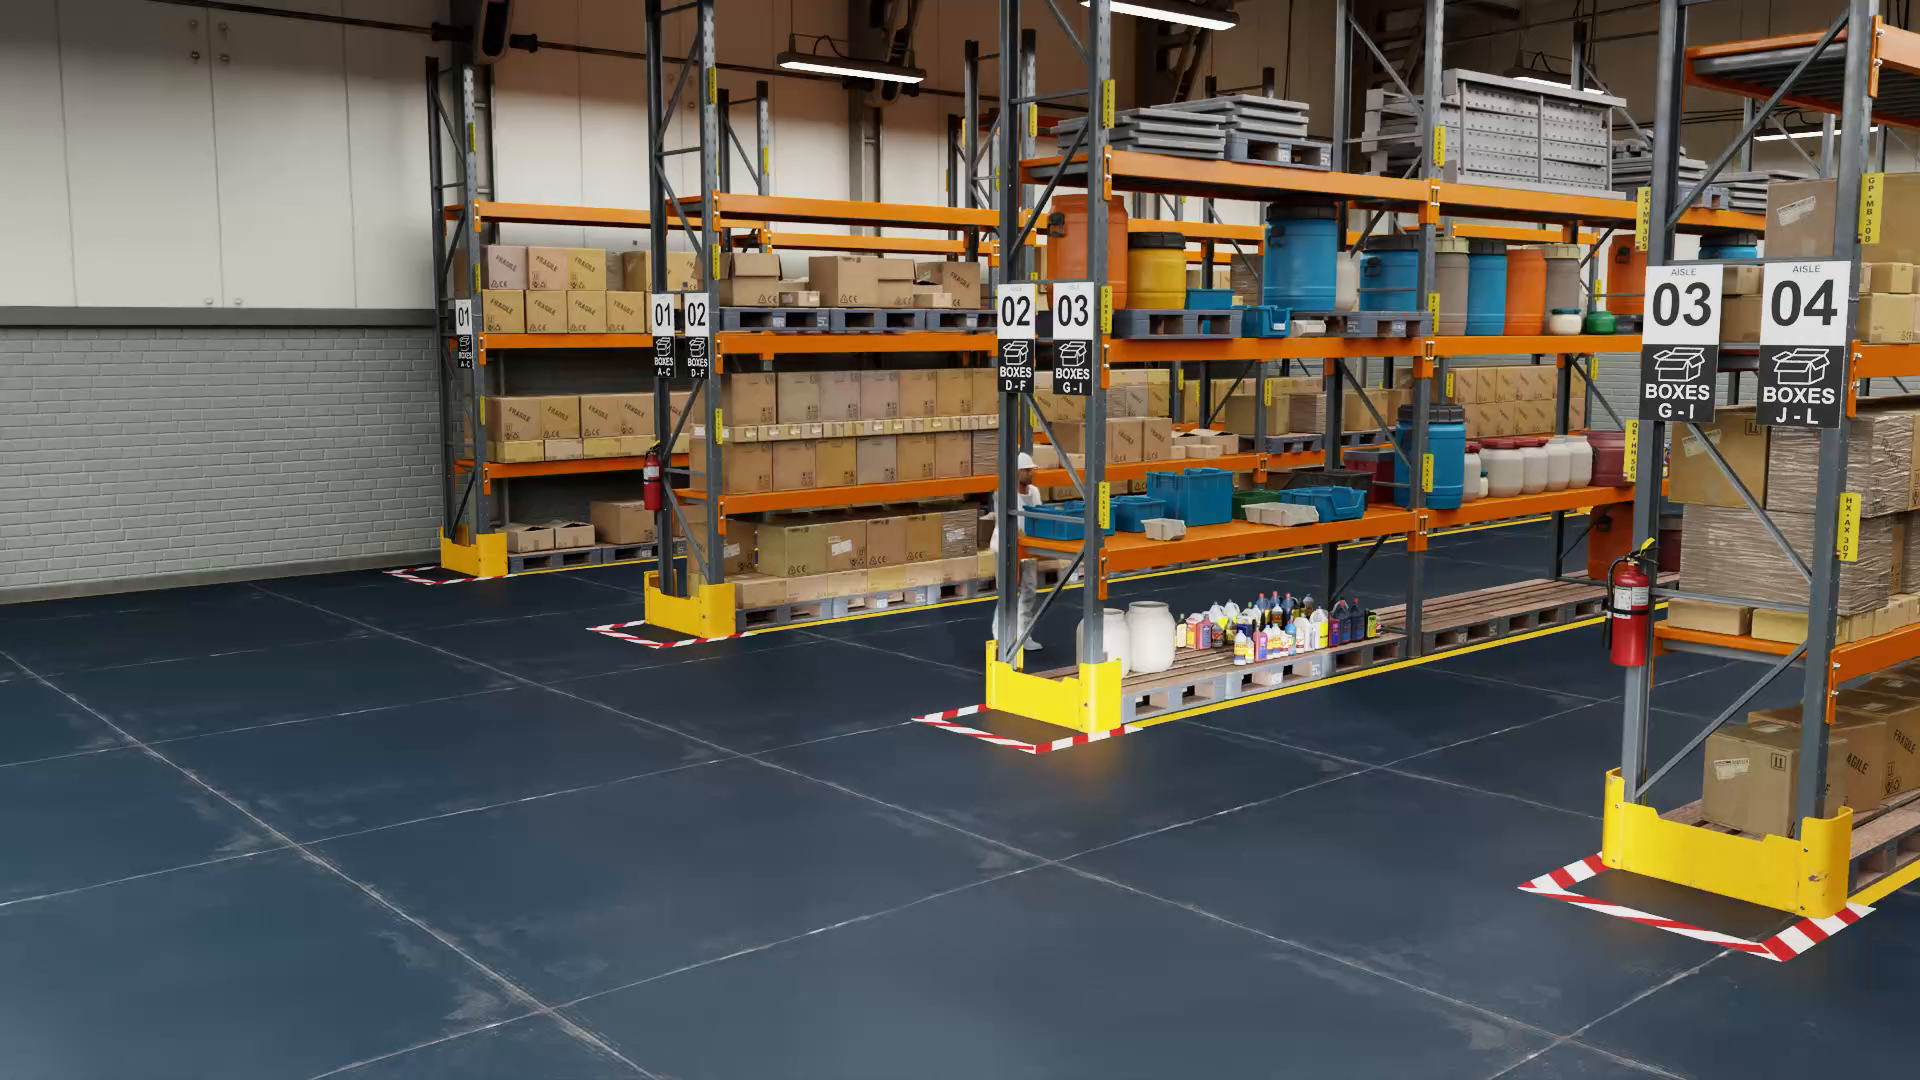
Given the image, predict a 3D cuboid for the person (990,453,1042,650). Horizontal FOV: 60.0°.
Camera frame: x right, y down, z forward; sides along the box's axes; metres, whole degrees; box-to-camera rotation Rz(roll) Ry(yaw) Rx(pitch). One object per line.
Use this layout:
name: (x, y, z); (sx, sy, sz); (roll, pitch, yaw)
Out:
person: (0.569, 0.117, 14.804); (0.492, 1.777, 0.580); (-7, 10, -42)
